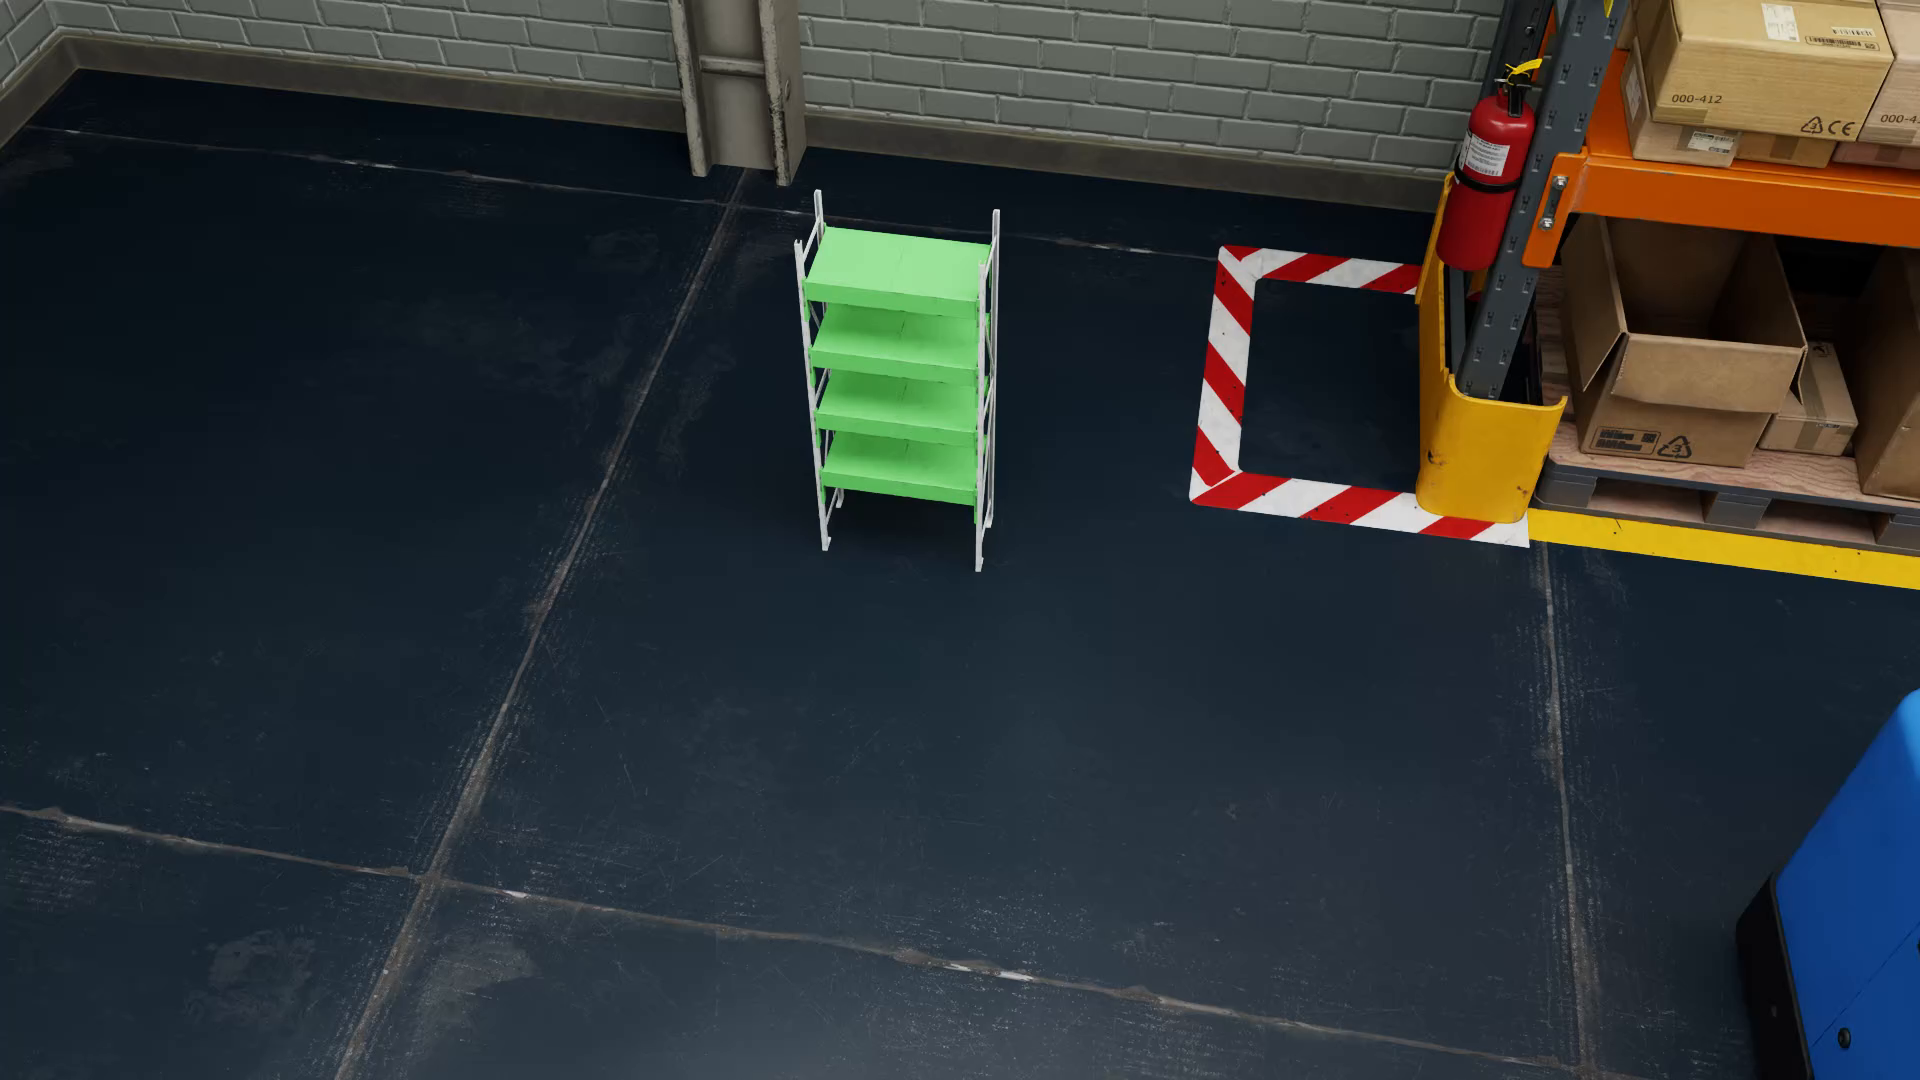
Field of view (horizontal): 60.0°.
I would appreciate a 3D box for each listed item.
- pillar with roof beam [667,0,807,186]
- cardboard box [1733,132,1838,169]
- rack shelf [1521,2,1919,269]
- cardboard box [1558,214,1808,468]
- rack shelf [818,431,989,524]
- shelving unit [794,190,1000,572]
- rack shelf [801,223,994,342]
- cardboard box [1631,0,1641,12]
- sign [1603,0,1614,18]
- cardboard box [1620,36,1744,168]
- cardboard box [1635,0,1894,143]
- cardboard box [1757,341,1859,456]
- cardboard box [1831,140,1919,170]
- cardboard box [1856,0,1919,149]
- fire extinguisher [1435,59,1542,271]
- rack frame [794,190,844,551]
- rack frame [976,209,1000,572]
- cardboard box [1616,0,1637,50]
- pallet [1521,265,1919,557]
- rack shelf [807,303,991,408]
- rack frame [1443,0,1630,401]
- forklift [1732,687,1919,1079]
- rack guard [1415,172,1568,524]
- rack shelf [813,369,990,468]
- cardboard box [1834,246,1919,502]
[{"bbox_3d":[-1.598,-1.377,0.438,0.400,9.000,9.100,8,49,7],"label":"pillar with roof beam"},{"bbox_3d":[2.194,-1.179,4.461,0.250,0.149,0.380,9,49,8],"label":"cardboard box"},{"bbox_3d":[3.629,-1.002,4.617,4.000,0.370,1.077,8,49,7],"label":"rack shelf"},{"bbox_3d":[2.246,-0.663,5.225,0.637,0.503,0.797,6,48,5],"label":"cardboard box"},{"bbox_3d":[-0.163,-0.220,5.049,0.480,0.148,0.258,8,49,7],"label":"rack shelf"},{"bbox_3d":[-0.163,-0.423,4.823,0.503,1.200,0.258,8,49,7],"label":"shelving unit"},{"bbox_3d":[-0.163,-0.701,4.514,0.480,0.148,0.258,8,49,7],"label":"rack shelf"},{"bbox_3d":[2.160,-1.690,4.652,0.500,0.250,0.500,9,49,8],"label":"cardboard box"},{"bbox_3d":[1.564,-1.399,3.908,0.005,0.325,0.100,8,49,7],"label":"sign"},{"bbox_3d":[1.935,-1.179,4.461,0.250,0.149,0.380,7,48,7],"label":"cardboard box"},{"bbox_3d":[2.059,-1.299,4.301,0.500,0.250,0.500,8,49,7],"label":"cardboard box"},{"bbox_3d":[2.657,-0.459,5.280,0.250,0.149,0.380,6,48,5],"label":"cardboard box"},{"bbox_3d":[2.458,-1.169,4.453,0.250,0.149,0.380,7,48,6],"label":"cardboard box"},{"bbox_3d":[2.555,-1.232,4.242,0.500,0.250,0.500,8,49,7],"label":"cardboard box"},{"bbox_3d":[1.434,-1.037,4.468,0.183,0.674,0.296,8,49,7],"label":"fire extinguisher"},{"bbox_3d":[-0.403,-0.455,4.852,0.015,1.200,0.240,8,49,7],"label":"rack frame"},{"bbox_3d":[0.077,-0.391,4.794,0.015,1.200,0.240,8,49,7],"label":"rack frame"},{"bbox_3d":[2.034,-1.575,4.818,0.250,0.149,0.380,7,48,6],"label":"cardboard box"},{"bbox_3d":[2.520,-0.460,5.522,1.213,0.211,1.003,8,49,7],"label":"pallet"},{"bbox_3d":[-0.163,-0.541,4.692,0.480,0.148,0.258,8,49,7],"label":"rack shelf"},{"bbox_3d":[1.661,-1.507,4.587,0.127,3.000,1.000,8,49,7],"label":"rack frame"},{"bbox_3d":[3.411,0.552,2.784,3.031,2.935,1.130,6,48,5],"label":"forklift"},{"bbox_3d":[1.735,-0.661,5.508,0.348,0.500,1.175,8,49,7],"label":"rack guard"},{"bbox_3d":[-0.163,-0.380,4.871,0.480,0.148,0.258,8,49,7],"label":"rack shelf"},{"bbox_3d":[3.080,-0.520,5.099,0.500,0.500,0.700,9,49,8],"label":"cardboard box"}]
